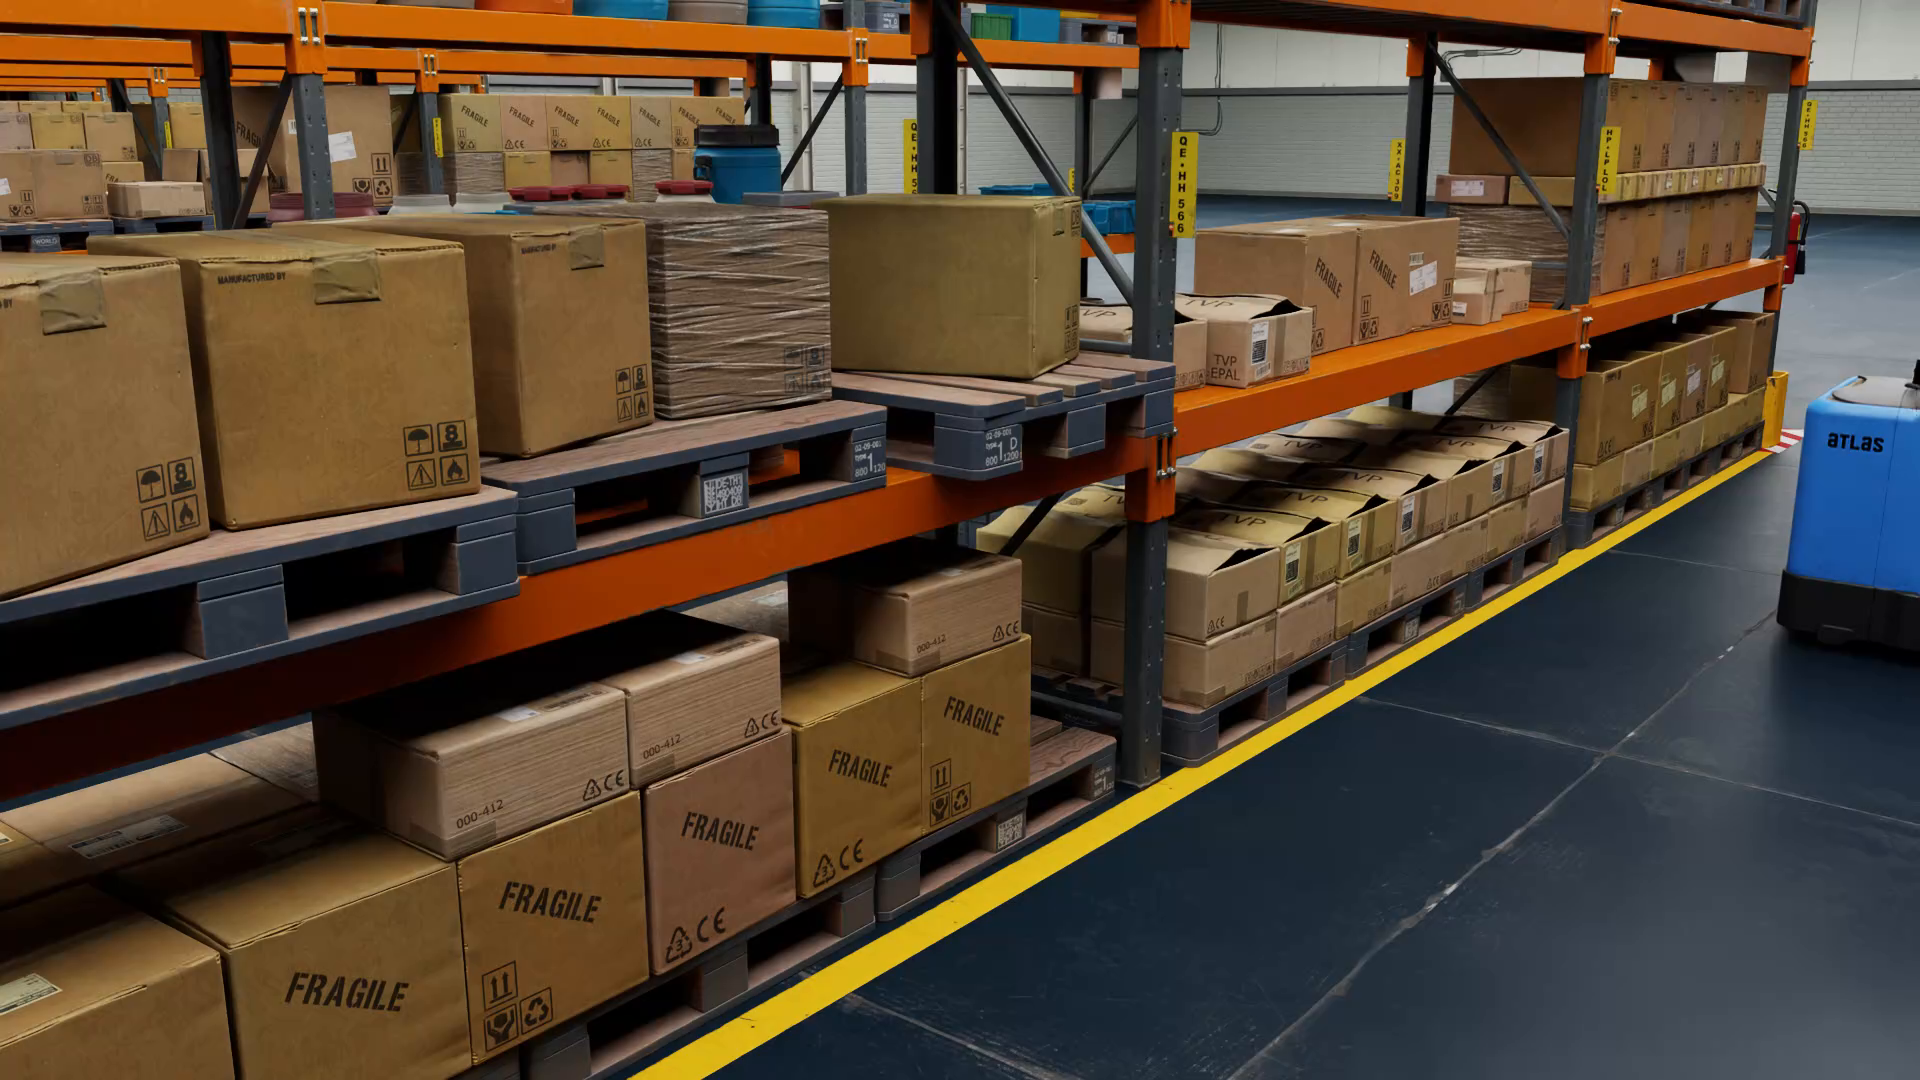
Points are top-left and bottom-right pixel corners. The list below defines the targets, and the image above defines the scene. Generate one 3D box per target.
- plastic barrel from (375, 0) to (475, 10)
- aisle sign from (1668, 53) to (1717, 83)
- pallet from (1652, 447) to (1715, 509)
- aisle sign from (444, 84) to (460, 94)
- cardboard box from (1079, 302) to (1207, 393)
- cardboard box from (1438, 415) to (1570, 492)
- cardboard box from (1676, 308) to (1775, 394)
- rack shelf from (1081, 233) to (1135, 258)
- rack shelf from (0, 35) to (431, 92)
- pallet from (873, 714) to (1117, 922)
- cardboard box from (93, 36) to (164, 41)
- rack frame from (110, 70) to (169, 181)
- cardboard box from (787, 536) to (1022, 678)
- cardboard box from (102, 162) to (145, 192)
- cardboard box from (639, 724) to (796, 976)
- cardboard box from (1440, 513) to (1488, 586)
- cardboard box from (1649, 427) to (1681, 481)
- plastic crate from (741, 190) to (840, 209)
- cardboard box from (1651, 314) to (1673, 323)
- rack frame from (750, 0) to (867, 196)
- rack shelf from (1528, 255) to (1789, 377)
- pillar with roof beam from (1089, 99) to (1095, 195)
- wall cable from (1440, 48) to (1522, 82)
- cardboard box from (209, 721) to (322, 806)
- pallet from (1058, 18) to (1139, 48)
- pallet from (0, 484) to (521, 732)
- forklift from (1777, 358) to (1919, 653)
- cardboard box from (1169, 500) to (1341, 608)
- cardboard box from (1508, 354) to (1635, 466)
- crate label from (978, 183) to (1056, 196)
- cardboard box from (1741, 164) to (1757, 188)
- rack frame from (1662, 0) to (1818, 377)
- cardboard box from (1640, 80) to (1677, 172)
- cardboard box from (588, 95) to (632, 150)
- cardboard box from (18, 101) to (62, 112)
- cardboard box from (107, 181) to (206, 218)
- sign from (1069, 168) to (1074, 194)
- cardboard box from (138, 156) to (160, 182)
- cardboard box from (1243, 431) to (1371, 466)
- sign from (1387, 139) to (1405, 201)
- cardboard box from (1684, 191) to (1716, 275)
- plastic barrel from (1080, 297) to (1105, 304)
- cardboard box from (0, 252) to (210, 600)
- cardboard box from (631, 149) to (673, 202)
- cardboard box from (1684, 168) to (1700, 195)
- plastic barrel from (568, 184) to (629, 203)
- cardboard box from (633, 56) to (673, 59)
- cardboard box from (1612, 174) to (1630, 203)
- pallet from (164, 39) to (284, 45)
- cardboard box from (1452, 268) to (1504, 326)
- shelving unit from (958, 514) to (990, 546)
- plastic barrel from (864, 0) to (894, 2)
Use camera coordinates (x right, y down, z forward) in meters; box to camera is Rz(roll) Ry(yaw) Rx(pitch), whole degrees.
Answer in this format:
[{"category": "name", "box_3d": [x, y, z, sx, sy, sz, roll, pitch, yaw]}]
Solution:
[{"category": "plastic barrel", "box_3d": [-2.892, -3.266, 8.776, 0.600, 0.901, 0.600, 0, 14, 0]}, {"category": "aisle sign", "box_3d": [5.105, -3.530, 11.647, 0.394, 0.787, 0.004, 11, 18, 38]}, {"category": "pallet", "box_3d": [4.087, -0.473, 10.557, 1.003, 0.211, 1.213, 11, 18, 38]}, {"category": "aisle sign", "box_3d": [-6.384, -5.851, 20.782, 0.394, 0.787, 0.004, 11, 18, 38]}, {"category": "cardboard box", "box_3d": [0.536, -0.698, 5.959, 0.500, 0.311, 0.500, 13, 19, 41]}, {"category": "cardboard box", "box_3d": [2.756, -0.465, 8.454, 0.500, 0.311, 0.500, 11, 18, 38]}, {"category": "cardboard box", "box_3d": [5.196, -1.296, 11.340, 0.500, 0.500, 0.500, 11, 18, 38]}, {"category": "rack shelf", "box_3d": [0.194, -2.246, 13.332, 1.077, 0.370, 4.000, 11, 18, 38]}, {"category": "rack shelf", "box_3d": [-6.172, -3.700, 12.965, 1.077, 0.370, 4.000, 11, 18, 38]}, {"category": "pallet", "box_3d": [-0.225, 0.810, 5.504, 1.003, 0.211, 1.213, 11, 18, 38]}, {"category": "cardboard box", "box_3d": [-6.297, -3.842, 12.366, 0.500, 0.250, 0.500, 12, 18, 39]}, {"category": "rack frame", "box_3d": [-8.709, -3.765, 17.851, 1.000, 3.000, 0.127, 11, 18, 38]}, {"category": "cardboard box", "box_3d": [-0.164, 0.184, 4.969, 0.500, 0.250, 0.500, 12, 19, 40]}, {"category": "cardboard box", "box_3d": [-8.829, -3.672, 17.282, 0.500, 0.500, 0.500, 11, 18, 37]}, {"category": "cardboard box", "box_3d": [-0.782, 0.736, 4.317, 0.500, 0.500, 0.500, 10, 18, 35]}, {"category": "cardboard box", "box_3d": [2.112, 0.004, 7.747, 0.500, 0.250, 0.500, 12, 18, 39]}, {"category": "cardboard box", "box_3d": [3.952, -0.547, 9.915, 0.500, 0.250, 0.500, 11, 18, 38]}, {"category": "plastic crate", "box_3d": [-1.129, -2.102, 11.177, 0.402, 0.464, 0.583, 11, 18, 38]}, {"category": "cardboard box", "box_3d": [4.479, -1.280, 11.279, 0.500, 0.500, 0.500, 11, 18, 38]}, {"category": "rack frame", "box_3d": [-1.063, -2.211, 11.736, 1.000, 3.000, 0.127, 11, 18, 38]}, {"category": "rack shelf", "box_3d": [4.045, -1.479, 10.312, 1.077, 0.370, 4.000, 11, 18, 38]}, {"category": "pillar with roof beam", "box_3d": [7.093, -14.038, 46.105, 9.100, 9.000, 0.400, 11, 18, 38]}, {"category": "wall cable", "box_3d": [13.999, -15.240, 43.929, 2.305, 6.003, 0.169, 11, 18, 38]}, {"category": "cardboard box", "box_3d": [-1.520, 0.758, 4.231, 0.500, 0.500, 0.500, 12, 18, 38]}, {"category": "pallet", "box_3d": [0.855, -4.197, 13.841, 1.003, 0.211, 1.213, 11, 18, 38]}, {"category": "pallet", "box_3d": [-1.653, 0.045, 3.245, 1.003, 0.211, 1.213, 11, 18, 38]}, {"category": "forklift", "box_3d": [5.106, -0.849, 6.512, 3.031, 2.935, 1.130, 11, 18, 36]}, {"category": "cardboard box", "box_3d": [1.155, 0.022, 6.535, 0.500, 0.311, 0.500, 11, 18, 36]}, {"category": "cardboard box", "box_3d": [3.323, -0.719, 9.069, 0.500, 0.500, 0.500, 11, 18, 38]}, {"category": "crate label", "box_3d": [0.505, -2.600, 13.195, 0.502, 0.435, 0.616, 11, 18, 38]}, {"category": "cardboard box", "box_3d": [5.046, -2.420, 11.037, 0.380, 0.149, 0.250, 12, 18, 39]}, {"category": "rack frame", "box_3d": [5.302, -2.210, 11.731, 1.000, 3.000, 0.127, 11, 18, 38]}, {"category": "cardboard box", "box_3d": [3.694, -2.400, 9.641, 0.700, 0.500, 0.500, 11, 18, 38]}, {"category": "cardboard box", "box_3d": [-3.501, -3.991, 15.904, 0.500, 0.500, 0.500, 11, 18, 38]}, {"category": "cardboard box", "box_3d": [-11.840, -5.334, 21.189, 0.700, 0.500, 0.500, 11, 18, 38]}, {"category": "cardboard box", "box_3d": [-6.197, -2.628, 12.828, 0.500, 0.250, 0.500, 11, 18, 36]}, {"category": "sign", "box_3d": [1.026, -3.198, 15.056, 0.100, 0.325, 0.005, 11, 18, 38]}, {"category": "cardboard box", "box_3d": [-8.487, -3.910, 18.118, 0.875, 0.550, 0.550, 11, 18, 38]}, {"category": "cardboard box", "box_3d": [1.691, -0.352, 8.009, 0.500, 0.311, 0.500, 11, 18, 36]}, {"category": "sign", "box_3d": [2.355, -1.988, 8.936, 0.100, 0.325, 0.005, 11, 18, 38]}, {"category": "cardboard box", "box_3d": [4.356, -1.976, 10.605, 0.700, 0.500, 0.500, 11, 18, 38]}, {"category": "plastic barrel", "box_3d": [1.097, -1.837, 14.463, 0.421, 0.512, 0.421, 0, 14, 0]}, {"category": "cardboard box", "box_3d": [-1.769, -0.220, 2.842, 0.700, 0.500, 0.500, 5, 15, 19]}, {"category": "cardboard box", "box_3d": [-3.337, -3.632, 16.521, 0.875, 0.500, 0.500, 11, 18, 38]}, {"category": "cardboard box", "box_3d": [4.237, -2.173, 10.064, 0.380, 0.149, 0.250, 11, 18, 37]}, {"category": "plastic barrel", "box_3d": [-2.296, -1.988, 10.579, 0.433, 0.535, 0.433, 0, 14, 0]}, {"category": "cardboard box", "box_3d": [-3.147, -4.801, 16.140, 0.500, 0.250, 0.500, 12, 18, 39]}, {"category": "cardboard box", "box_3d": [3.426, -1.926, 9.093, 0.380, 0.149, 0.250, 11, 18, 36]}, {"category": "pallet", "box_3d": [-6.035, -4.040, 13.223, 1.213, 0.211, 1.003, 11, 18, 38]}, {"category": "cardboard box", "box_3d": [2.378, -1.182, 7.958, 0.396, 0.266, 0.258, 11, 18, 36]}, {"category": "shelving unit", "box_3d": [0.009, -0.584, 8.986, 0.258, 1.200, 0.189, 11, 18, 38]}, {"category": "plastic barrel", "box_3d": [-0.639, -3.975, 11.506, 0.421, 0.512, 0.421, 0, 14, 0]}]
